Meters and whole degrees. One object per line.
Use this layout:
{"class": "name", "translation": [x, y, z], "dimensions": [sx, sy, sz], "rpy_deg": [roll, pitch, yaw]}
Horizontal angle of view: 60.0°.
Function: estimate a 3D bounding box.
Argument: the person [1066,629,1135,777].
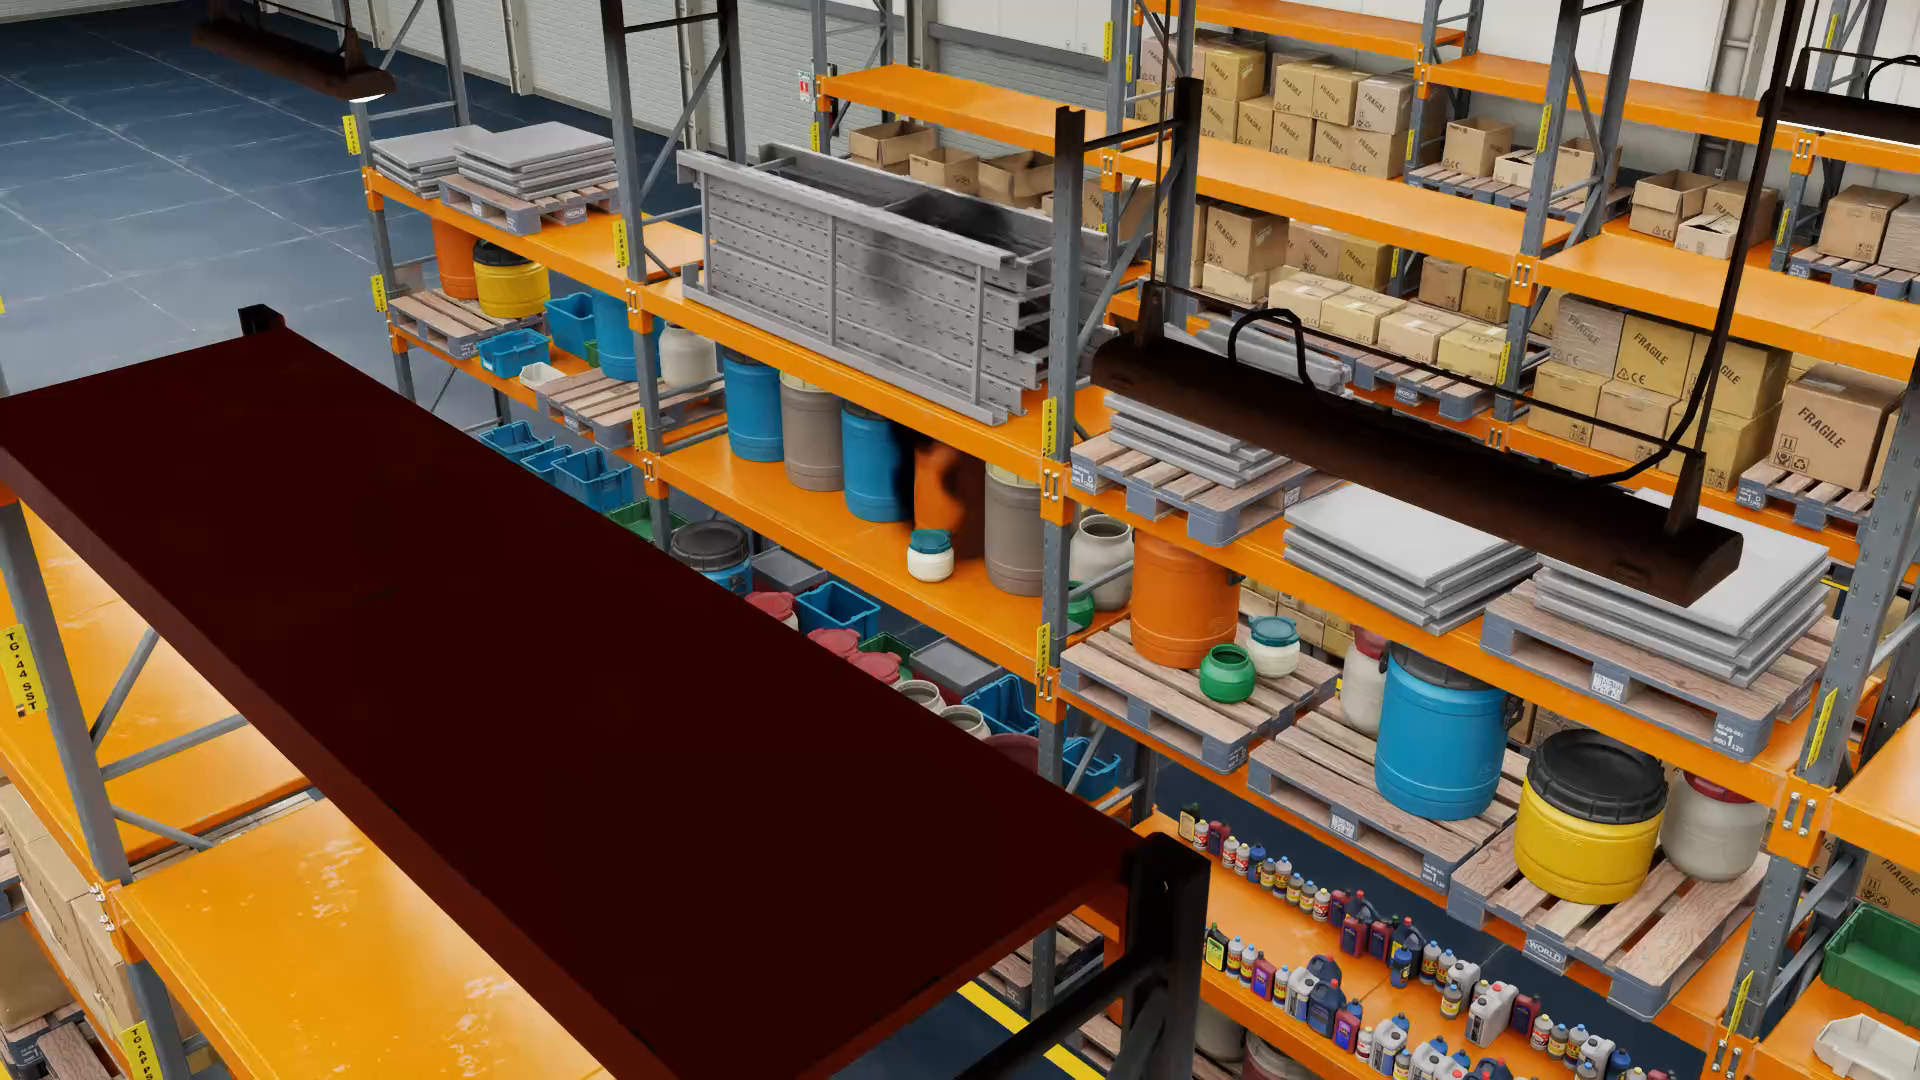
{"class": "person", "translation": [1.141, 1.002, 12.553], "dimensions": [0.575, 1.743, 0.842], "rpy_deg": [-25, 37, -38]}
